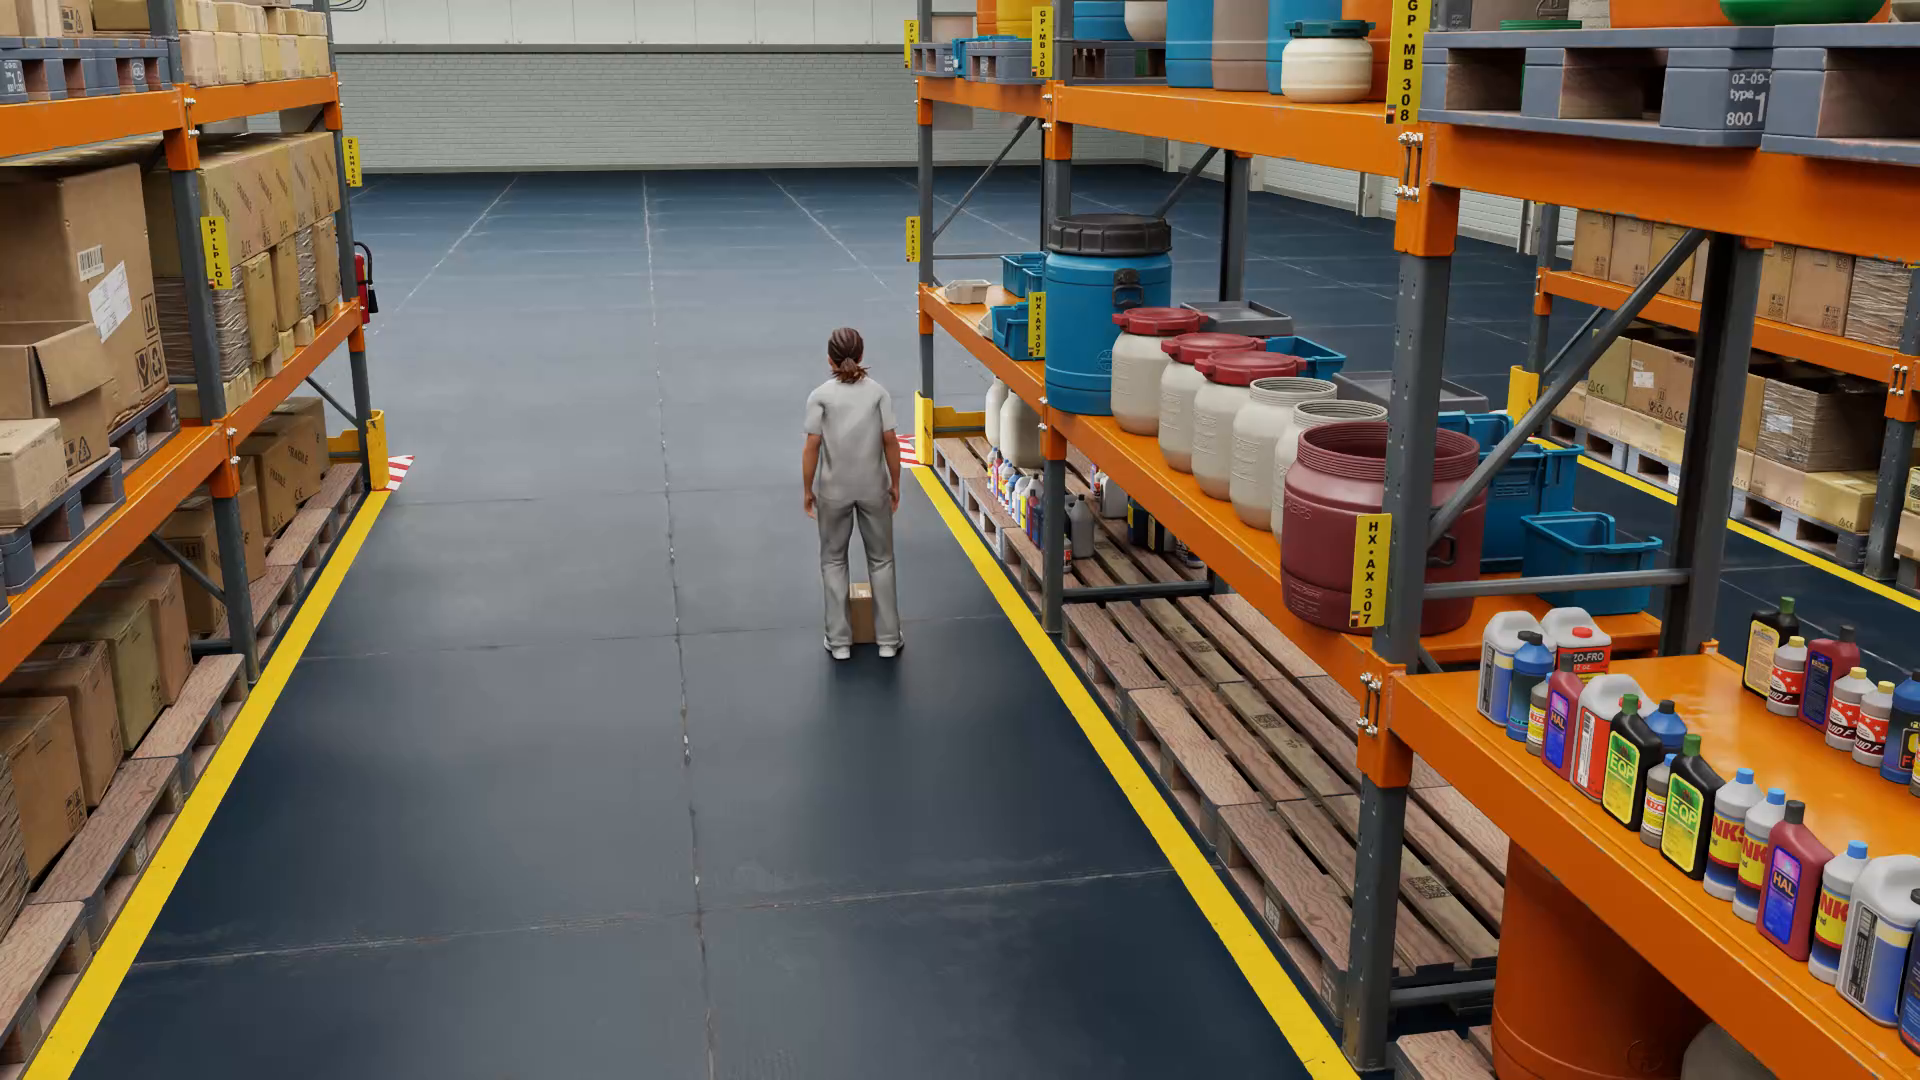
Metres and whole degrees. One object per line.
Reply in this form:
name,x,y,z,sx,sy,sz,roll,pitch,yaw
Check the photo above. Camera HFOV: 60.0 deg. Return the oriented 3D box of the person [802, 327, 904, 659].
person,-0.529,-0.228,8.313,0.514,1.672,0.360,-3,17,-9
